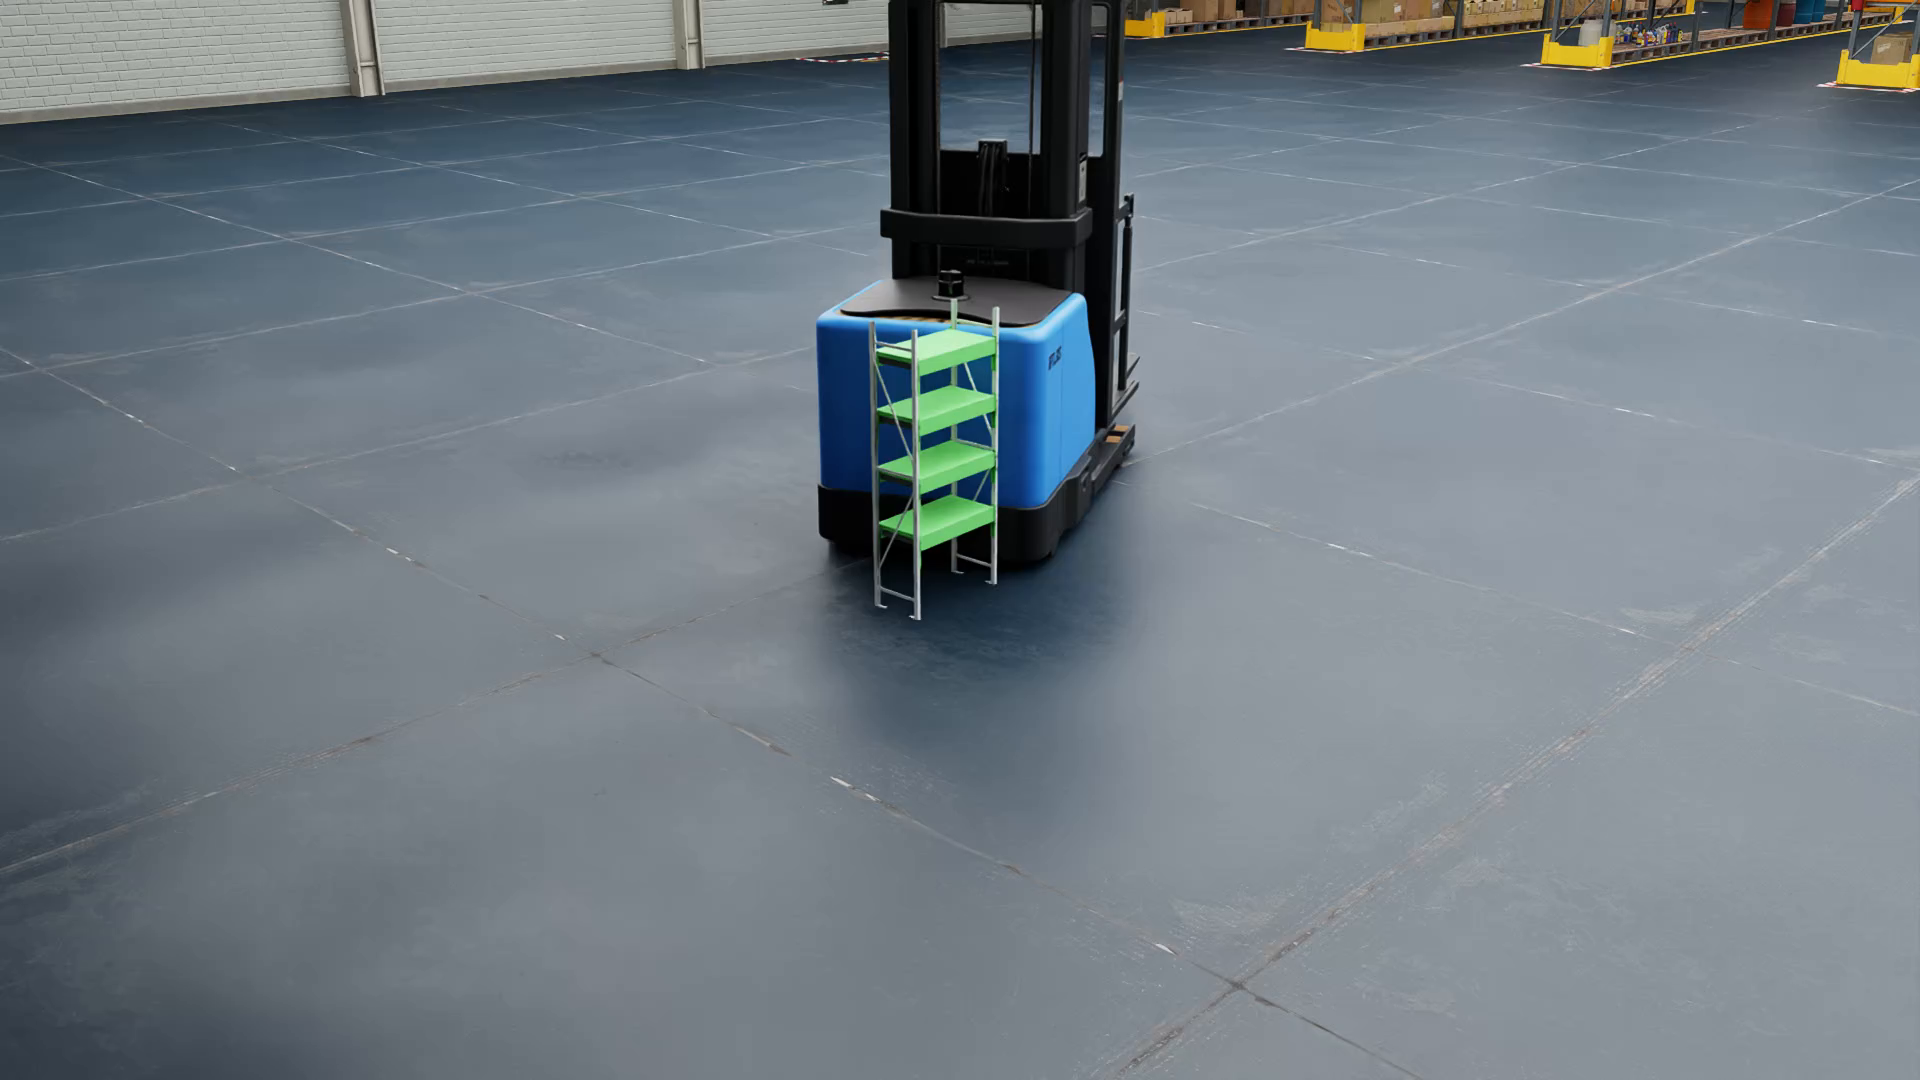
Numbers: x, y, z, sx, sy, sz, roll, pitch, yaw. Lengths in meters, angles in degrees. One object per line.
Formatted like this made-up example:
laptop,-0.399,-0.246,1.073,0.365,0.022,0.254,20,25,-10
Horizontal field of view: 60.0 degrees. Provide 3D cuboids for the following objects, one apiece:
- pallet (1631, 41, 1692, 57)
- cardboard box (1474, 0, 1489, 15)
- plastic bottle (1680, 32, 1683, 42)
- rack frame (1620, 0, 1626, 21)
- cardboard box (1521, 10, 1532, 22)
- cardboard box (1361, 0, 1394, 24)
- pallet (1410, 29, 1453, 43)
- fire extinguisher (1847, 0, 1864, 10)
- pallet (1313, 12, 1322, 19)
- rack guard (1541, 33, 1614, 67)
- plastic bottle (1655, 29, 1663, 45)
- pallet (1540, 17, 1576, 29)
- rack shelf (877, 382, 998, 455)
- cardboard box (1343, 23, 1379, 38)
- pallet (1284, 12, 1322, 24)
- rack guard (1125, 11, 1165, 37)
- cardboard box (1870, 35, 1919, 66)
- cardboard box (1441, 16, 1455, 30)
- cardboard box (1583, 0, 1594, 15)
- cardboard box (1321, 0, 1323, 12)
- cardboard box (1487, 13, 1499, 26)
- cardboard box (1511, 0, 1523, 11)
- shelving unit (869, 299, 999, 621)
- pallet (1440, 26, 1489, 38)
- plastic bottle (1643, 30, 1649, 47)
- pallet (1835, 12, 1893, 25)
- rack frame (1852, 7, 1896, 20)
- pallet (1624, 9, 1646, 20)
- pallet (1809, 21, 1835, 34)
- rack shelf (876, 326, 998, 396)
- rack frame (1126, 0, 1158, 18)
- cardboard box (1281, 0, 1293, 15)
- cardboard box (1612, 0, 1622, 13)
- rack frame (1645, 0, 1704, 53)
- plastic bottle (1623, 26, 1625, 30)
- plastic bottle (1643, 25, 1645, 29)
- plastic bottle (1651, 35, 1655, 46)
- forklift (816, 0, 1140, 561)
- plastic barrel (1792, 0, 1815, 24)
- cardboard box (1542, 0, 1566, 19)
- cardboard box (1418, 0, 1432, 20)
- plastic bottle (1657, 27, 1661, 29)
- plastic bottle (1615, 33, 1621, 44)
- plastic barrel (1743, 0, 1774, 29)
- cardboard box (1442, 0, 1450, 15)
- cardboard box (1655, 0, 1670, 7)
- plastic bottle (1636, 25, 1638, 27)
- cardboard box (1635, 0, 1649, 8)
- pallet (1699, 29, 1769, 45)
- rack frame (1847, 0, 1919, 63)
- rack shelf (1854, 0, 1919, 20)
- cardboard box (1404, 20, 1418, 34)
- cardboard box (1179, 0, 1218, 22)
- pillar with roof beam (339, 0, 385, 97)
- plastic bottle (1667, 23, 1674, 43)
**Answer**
pallet,13.209,-9.385,31.696,1.003,0.211,1.213,19,28,41
cardboard box,10.981,-11.435,35.609,0.500,0.311,0.500,19,28,40
plastic bottle,13.678,-9.576,31.596,0.097,0.201,0.097,0,21,0
rack frame,15.742,-14.146,40.196,1.000,3.000,0.127,19,28,41
cardboard box,12.402,-11.700,37.082,0.500,0.250,0.500,19,28,40
cardboard box,8.252,-10.535,33.004,0.500,0.500,0.500,19,28,41
pallet,9.576,-10.594,34.842,1.003,0.211,1.213,19,28,41
fire extinguisher,14.056,-8.630,25.955,0.296,0.674,0.183,19,28,41
pallet,8.854,-12.854,40.723,1.003,0.211,1.213,19,28,41
rack guard,10.937,-8.685,29.473,1.175,0.500,0.348,19,28,41
plastic bottle,12.989,-9.372,30.959,0.135,0.276,0.152,-20,28,-41
pallet,13.500,-11.998,38.496,1.003,0.211,1.213,19,28,41
rack shelf,-0.099,-0.492,6.692,0.258,0.148,0.480,17,27,37
cardboard box,7.904,-10.056,32.803,0.500,0.250,0.500,19,28,41
pallet,8.003,-12.542,39.911,1.003,0.211,1.213,19,28,41
rack guard,3.872,-11.153,35.893,1.175,0.500,0.348,19,28,41
cardboard box,14.914,-7.766,26.498,0.500,0.500,0.500,-14,25,-32
cardboard box,9.994,-10.828,34.812,0.500,0.250,0.500,19,28,41
cardboard box,14.549,-12.600,39.048,0.500,0.500,0.500,18,27,39
cardboard box,8.492,-13.093,40.330,0.700,0.500,0.500,19,28,41
cardboard box,11.337,-11.308,36.062,0.500,0.250,0.500,18,28,39
cardboard box,12.051,-11.831,36.640,0.500,0.311,0.500,19,28,40
shelving unit,-0.099,-0.328,6.755,0.258,1.200,0.503,17,27,37
pallet,10.647,-10.987,35.865,1.003,0.211,1.213,19,28,41
plastic bottle,12.576,-9.199,30.501,0.133,0.283,0.061,-20,28,-41
pallet,21.476,-12.429,39.618,1.003,0.211,1.213,19,28,41
rack frame,22.079,-13.933,39.644,1.000,3.000,0.127,19,28,41
pallet,16.222,-13.020,41.155,1.003,0.211,1.213,19,28,41
pallet,18.720,-11.415,36.980,1.003,0.211,1.213,19,28,41
rack shelf,-0.099,-0.716,6.606,0.258,0.148,0.480,17,27,37
rack frame,3.819,-12.300,35.394,1.000,3.000,0.127,19,28,41
cardboard box,7.435,-12.705,39.320,0.700,0.500,0.500,19,28,40
cardboard box,15.603,-12.986,40.049,0.500,0.500,0.500,19,28,40
rack frame,13.708,-10.848,31.618,1.000,3.000,0.127,19,28,41
plastic bottle,12.571,-9.602,31.547,0.133,0.283,0.061,-19,28,-40
plastic bottle,13.042,-9.697,31.796,0.061,0.283,0.133,19,28,41
plastic bottle,12.783,-9.247,30.738,0.097,0.201,0.097,0,21,0
forklift,0.288,-1.773,8.102,1.130,2.935,3.031,6,22,16
plastic barrel,18.403,-11.804,36.443,0.600,0.901,0.708,19,28,41
cardboard box,13.474,-12.201,38.009,0.500,0.500,0.500,-19,28,-40
cardboard box,9.291,-10.923,34.013,0.500,0.500,0.500,19,28,41
plastic bottle,13.207,-9.526,31.361,0.152,0.276,0.135,19,28,41
plastic bottle,12.279,-9.368,31.055,0.097,0.201,0.097,0,21,0
plastic barrel,16.827,-11.190,34.946,0.600,0.830,0.708,19,28,41
cardboard box,10.238,-11.439,35.621,0.500,0.311,0.500,19,28,41
cardboard box,17.645,-13.658,42.146,0.500,0.250,0.500,19,28,41
plastic bottle,12.965,-9.720,31.866,0.135,0.276,0.152,-19,28,-40
cardboard box,17.049,-13.670,41.825,0.797,0.503,0.637,19,28,41
pallet,15.930,-10.386,34.301,1.003,0.211,1.213,19,28,41
rack frame,14.466,-8.581,25.718,1.000,3.000,0.127,19,28,41
rack shelf,15.861,-8.759,27.185,1.077,0.370,4.000,19,28,41
cardboard box,8.952,-10.441,33.805,0.500,0.250,0.500,19,28,41
cardboard box,5.311,-11.816,37.007,0.700,0.500,0.500,17,27,37
pillar with roof beam,-5.785,-9.792,20.508,9.100,9.000,0.400,19,28,41
plastic bottle,13.331,-9.530,31.268,0.144,0.351,0.185,18,27,38
